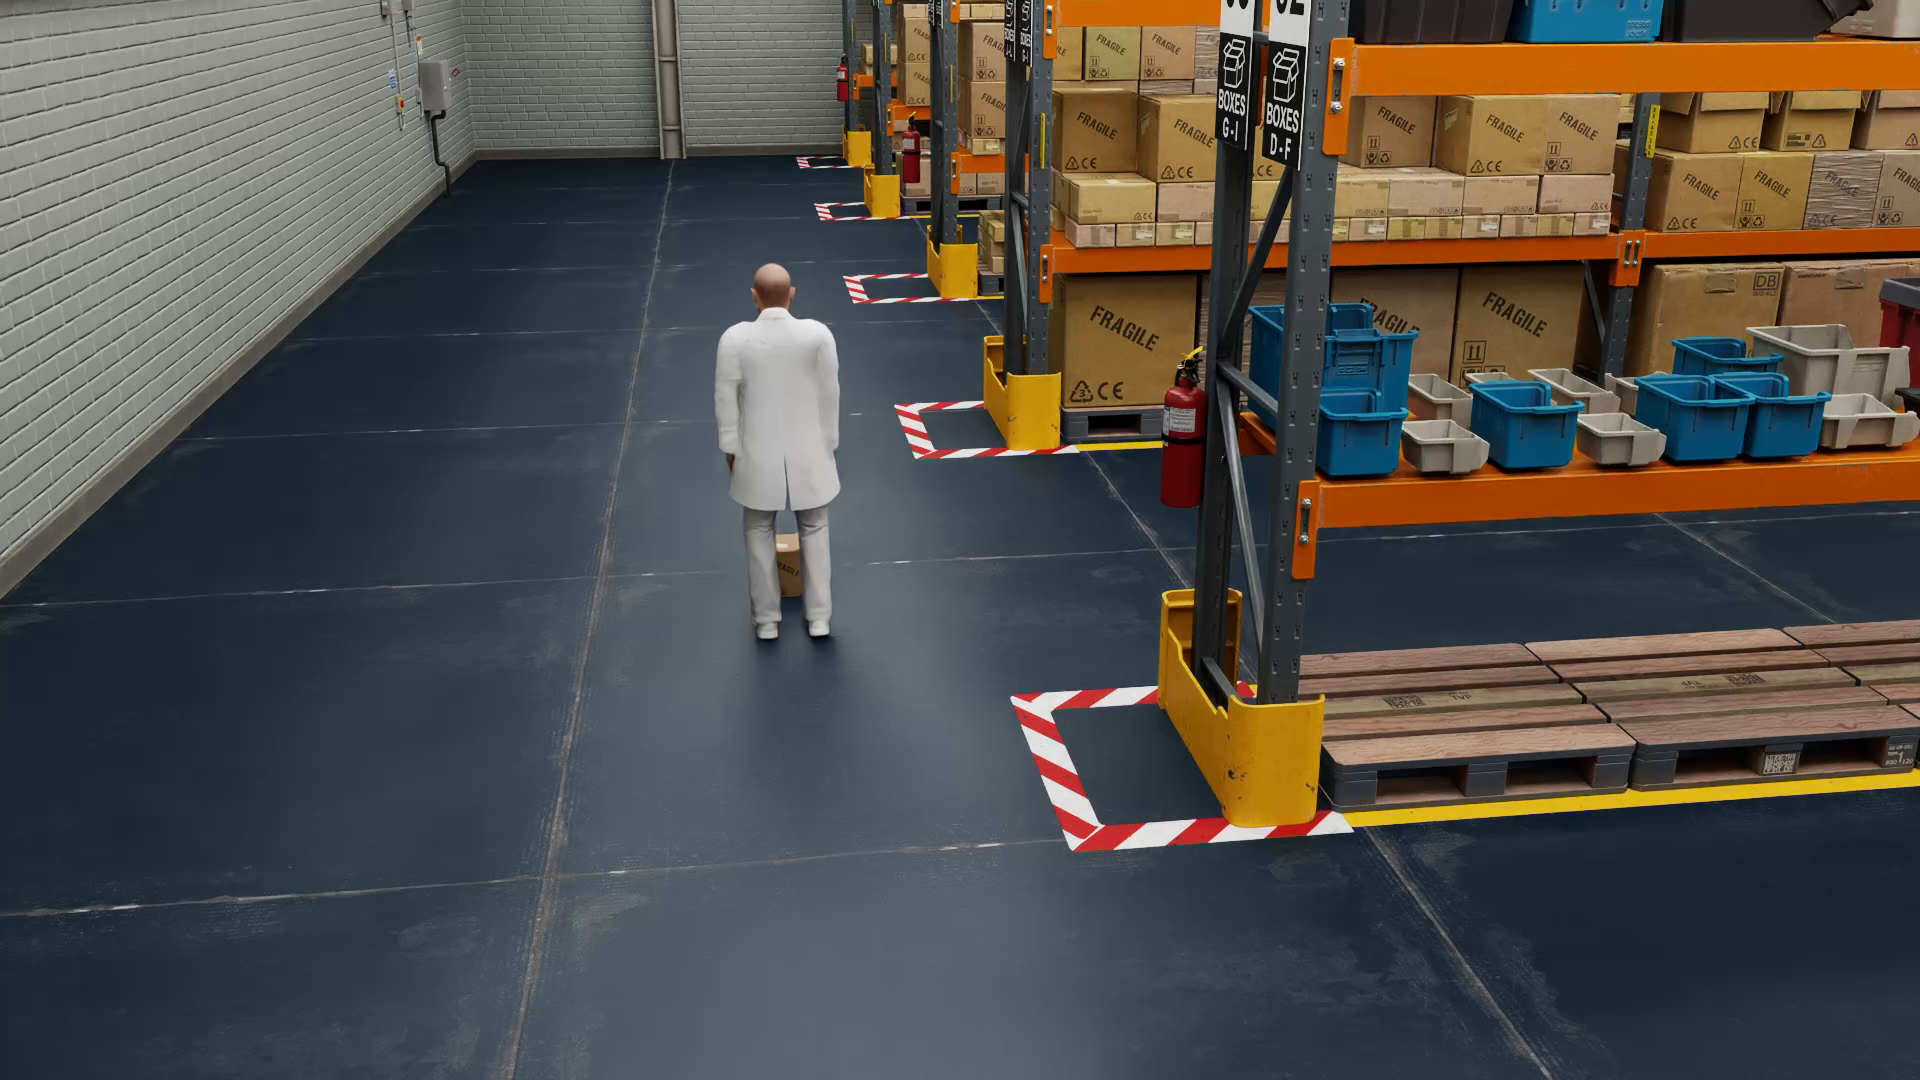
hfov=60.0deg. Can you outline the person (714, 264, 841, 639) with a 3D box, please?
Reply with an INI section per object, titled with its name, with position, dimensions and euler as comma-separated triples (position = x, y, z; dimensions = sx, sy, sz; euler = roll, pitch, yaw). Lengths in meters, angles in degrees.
[person]
position = -0.844, -0.405, 7.766
dimensions = 0.572, 1.763, 0.383
euler = -2, 20, -7
